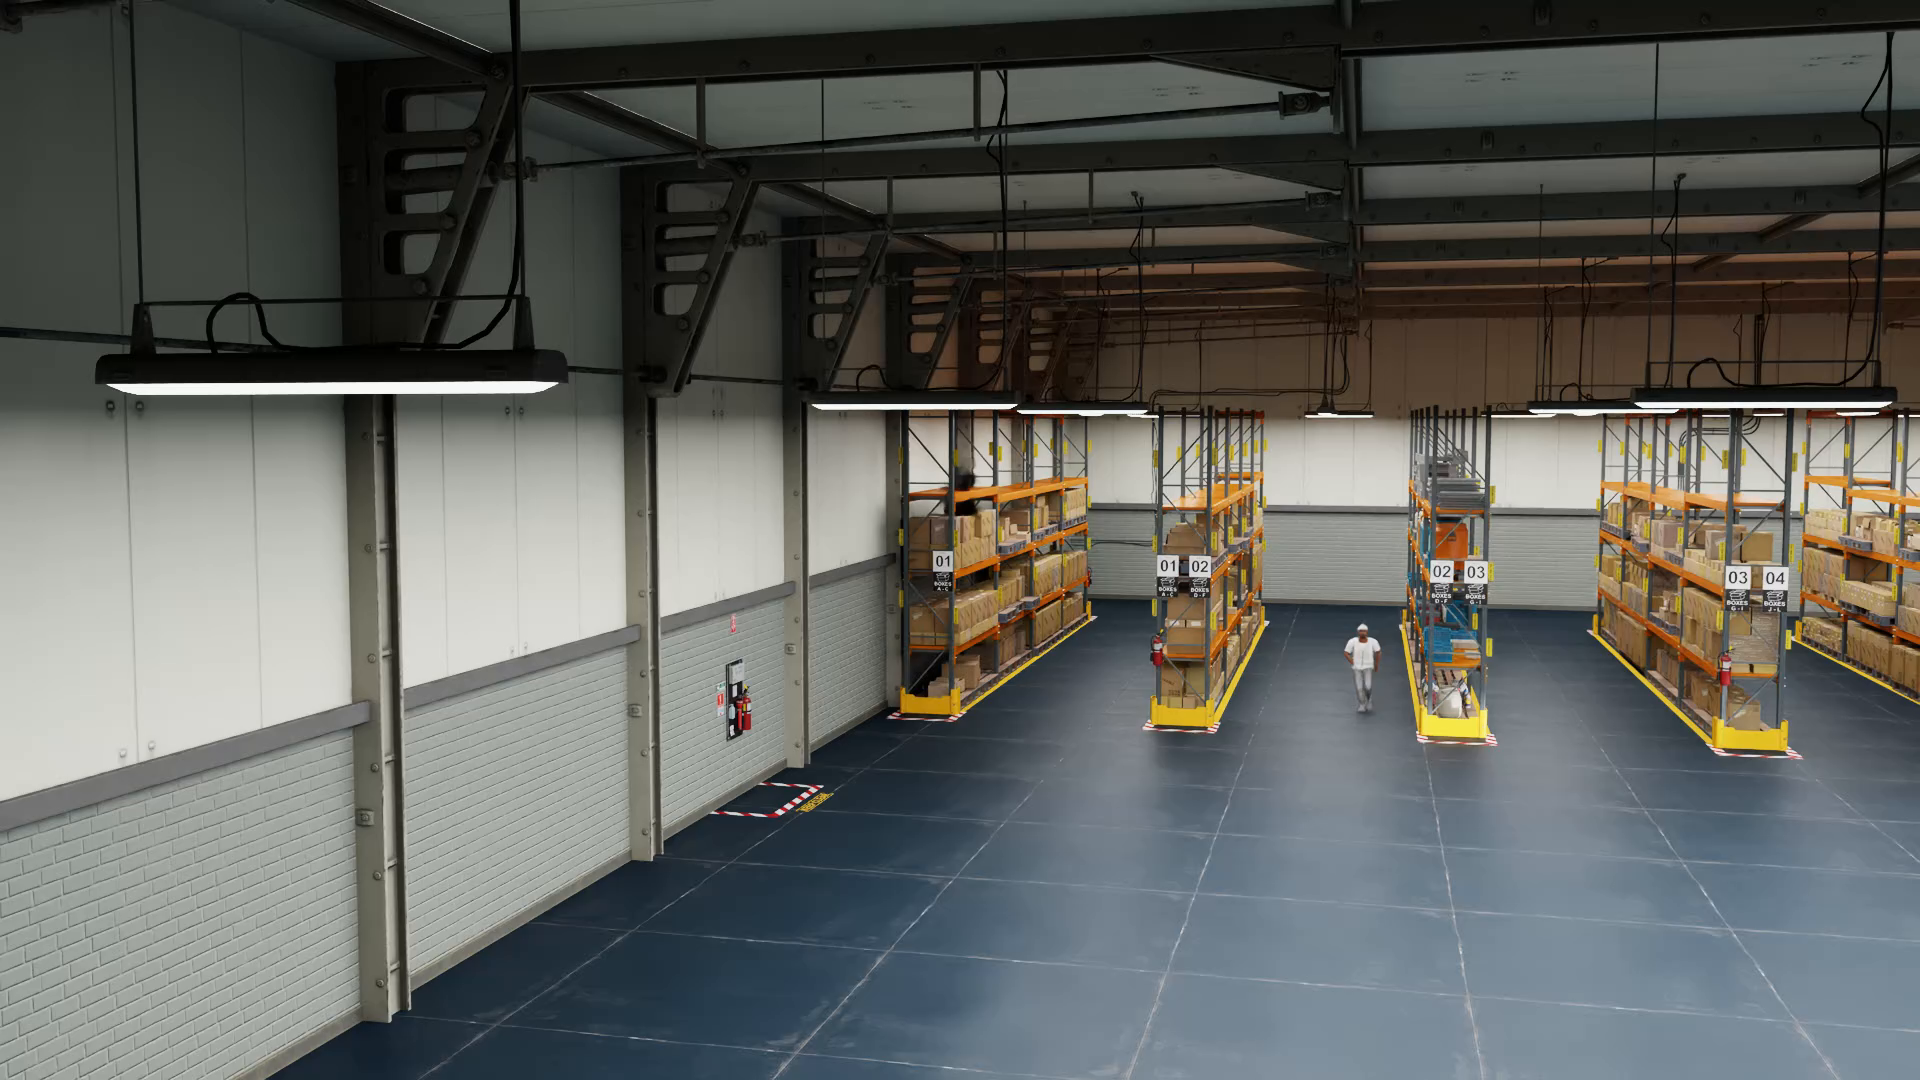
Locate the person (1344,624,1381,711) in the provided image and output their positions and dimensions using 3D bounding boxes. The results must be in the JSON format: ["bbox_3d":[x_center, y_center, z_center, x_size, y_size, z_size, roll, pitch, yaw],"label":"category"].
[{"bbox_3d":[7.882,2.512,32.600,0.698,1.724,0.577,1,4,16],"label":"person"}]
